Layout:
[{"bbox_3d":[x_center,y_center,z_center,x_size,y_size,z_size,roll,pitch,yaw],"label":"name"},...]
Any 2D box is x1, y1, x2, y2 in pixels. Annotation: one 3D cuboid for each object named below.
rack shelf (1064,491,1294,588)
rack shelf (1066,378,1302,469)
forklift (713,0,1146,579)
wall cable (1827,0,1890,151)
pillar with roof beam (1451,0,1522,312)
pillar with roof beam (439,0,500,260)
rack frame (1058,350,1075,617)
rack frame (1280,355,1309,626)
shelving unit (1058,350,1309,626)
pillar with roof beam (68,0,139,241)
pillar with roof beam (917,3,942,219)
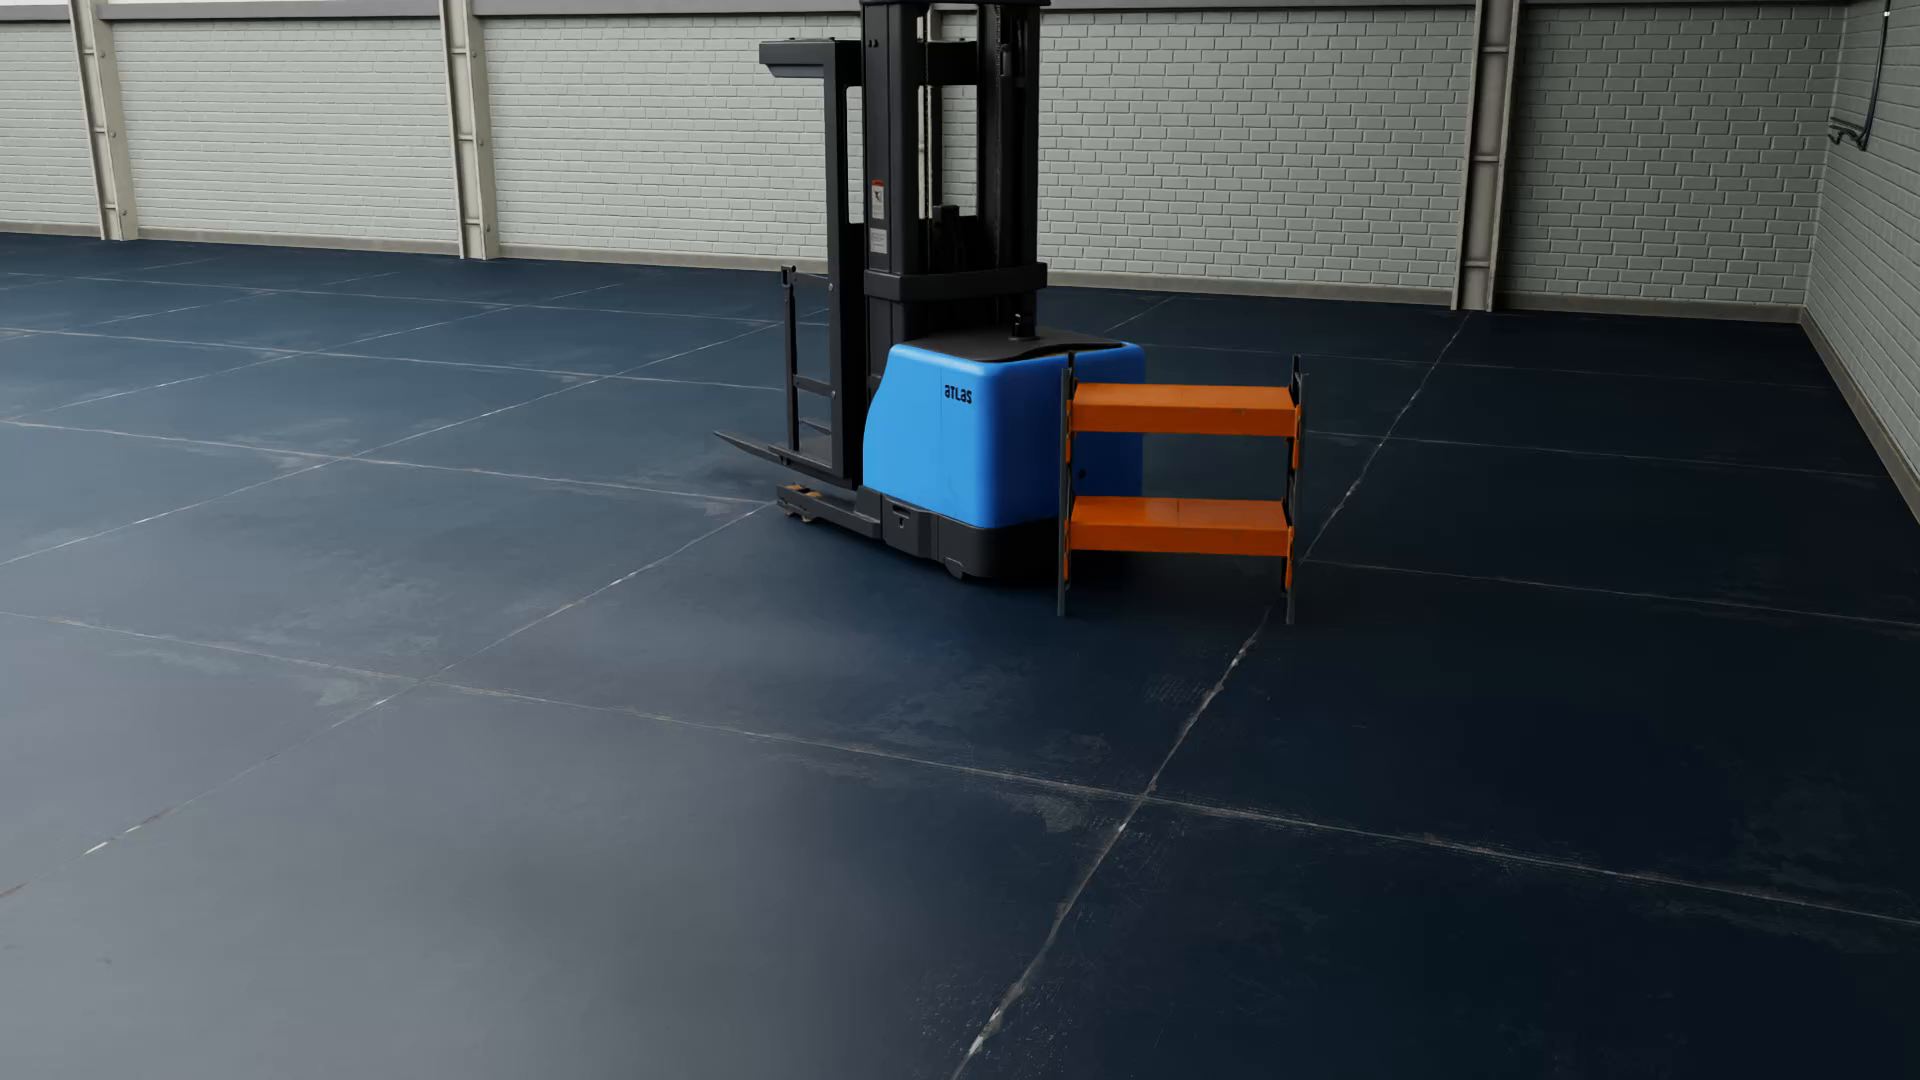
[{"bbox_3d":[0.989,-0.011,7.572,1.000,0.278,0.538,2,16,7],"label":"rack shelf"},{"bbox_3d":[0.989,-0.527,7.422,1.000,0.278,0.538,2,16,7],"label":"rack shelf"},{"bbox_3d":[-0.351,-1.574,8.839,1.130,2.935,3.031,-12,20,-35],"label":"forklift"},{"bbox_3d":[7.395,-4.505,13.622,0.112,2.526,3.097,6,17,21],"label":"wall cable"},{"bbox_3d":[3.560,-5.524,11.562,0.400,9.000,9.100,6,17,21],"label":"pillar with roof beam"},{"bbox_3d":[-7.603,-6.752,15.791,0.400,9.000,9.100,6,17,21],"label":"pillar with roof beam"},{"bbox_3d":[0.484,-0.263,7.561,0.032,1.125,0.500,2,16,7],"label":"rack frame"},{"bbox_3d":[1.494,-0.229,7.446,0.032,1.125,0.500,2,16,7],"label":"rack frame"},{"bbox_3d":[0.989,-0.246,7.504,1.048,1.125,0.538,2,16,7],"label":"shelving unit"},{"bbox_3d":[-13.185,-7.366,17.905,0.400,9.000,9.100,6,17,21],"label":"pillar with roof beam"},{"bbox_3d":[-2.022,-6.138,13.677,0.400,9.000,9.100,6,17,21],"label":"pillar with roof beam"}]
